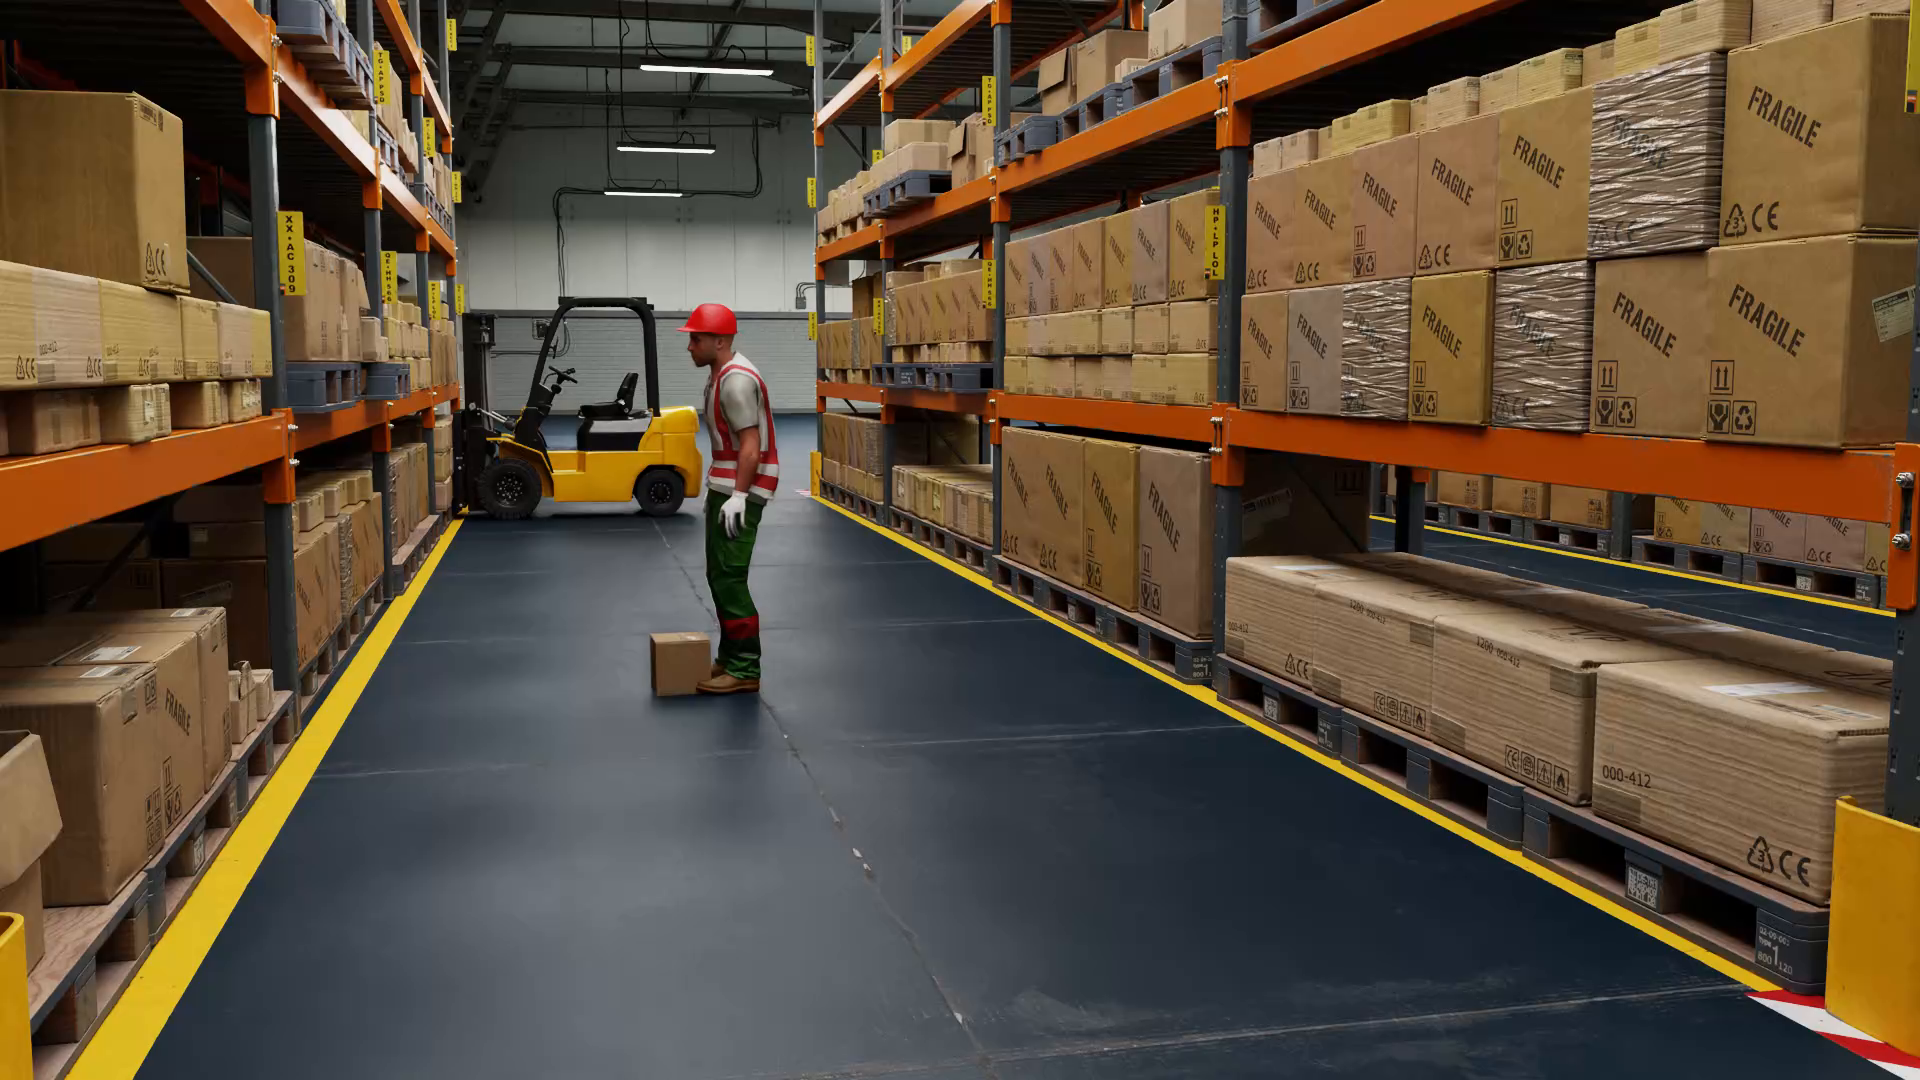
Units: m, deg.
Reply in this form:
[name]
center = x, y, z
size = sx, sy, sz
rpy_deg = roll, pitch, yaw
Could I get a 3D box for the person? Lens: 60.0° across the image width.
[person]
center = -1.080, -0.196, 7.671
size = 0.448, 1.780, 0.609
rpy_deg = -1, 6, -13
